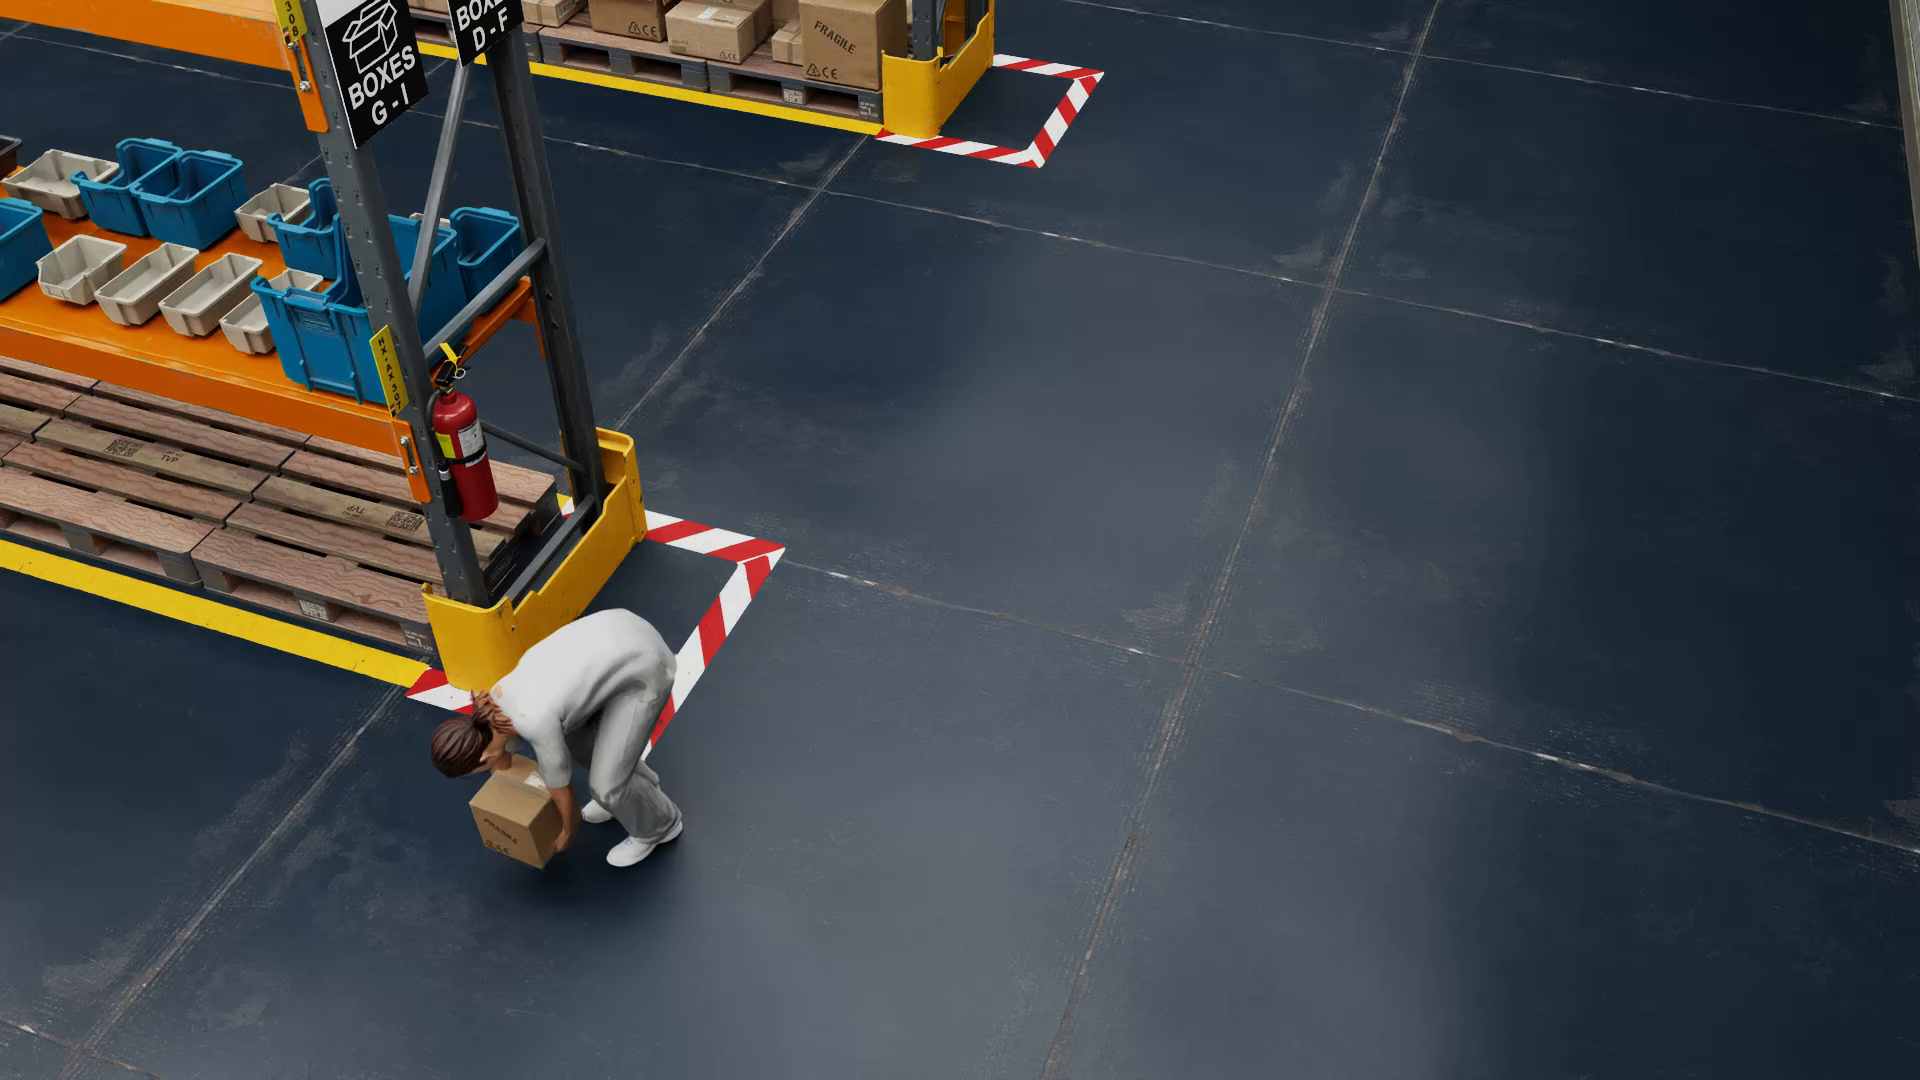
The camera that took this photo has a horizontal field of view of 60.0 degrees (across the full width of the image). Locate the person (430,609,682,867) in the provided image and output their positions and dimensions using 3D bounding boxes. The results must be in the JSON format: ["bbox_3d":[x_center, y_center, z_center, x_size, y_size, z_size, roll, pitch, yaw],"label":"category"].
[{"bbox_3d":[-1.376,0.765,5.807,0.867,1.002,0.446,-25,47,-25],"label":"person"}]
